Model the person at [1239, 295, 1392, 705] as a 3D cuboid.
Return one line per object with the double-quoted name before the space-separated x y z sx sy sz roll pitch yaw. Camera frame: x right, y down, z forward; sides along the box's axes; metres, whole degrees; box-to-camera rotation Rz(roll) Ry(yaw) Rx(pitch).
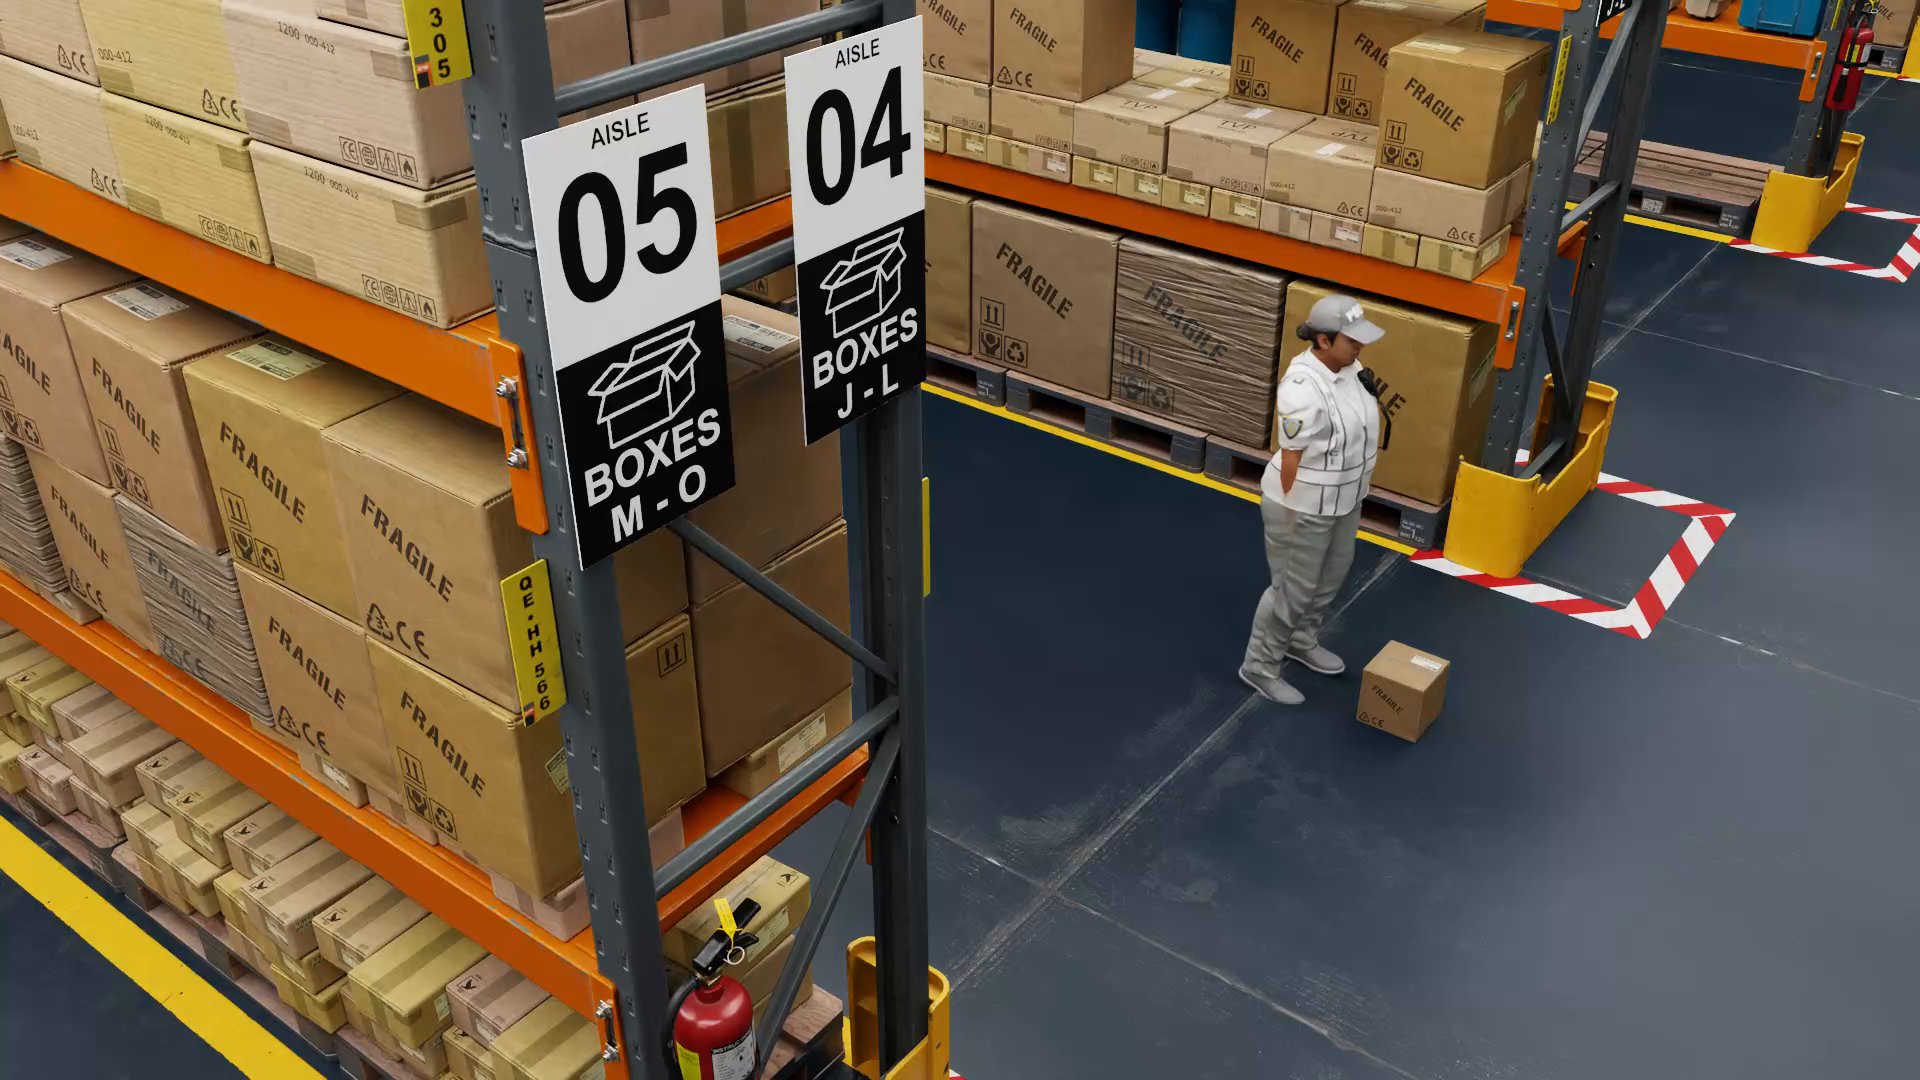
"person" 1.380 -0.149 6.410 0.390 1.684 0.468 22 38 32
